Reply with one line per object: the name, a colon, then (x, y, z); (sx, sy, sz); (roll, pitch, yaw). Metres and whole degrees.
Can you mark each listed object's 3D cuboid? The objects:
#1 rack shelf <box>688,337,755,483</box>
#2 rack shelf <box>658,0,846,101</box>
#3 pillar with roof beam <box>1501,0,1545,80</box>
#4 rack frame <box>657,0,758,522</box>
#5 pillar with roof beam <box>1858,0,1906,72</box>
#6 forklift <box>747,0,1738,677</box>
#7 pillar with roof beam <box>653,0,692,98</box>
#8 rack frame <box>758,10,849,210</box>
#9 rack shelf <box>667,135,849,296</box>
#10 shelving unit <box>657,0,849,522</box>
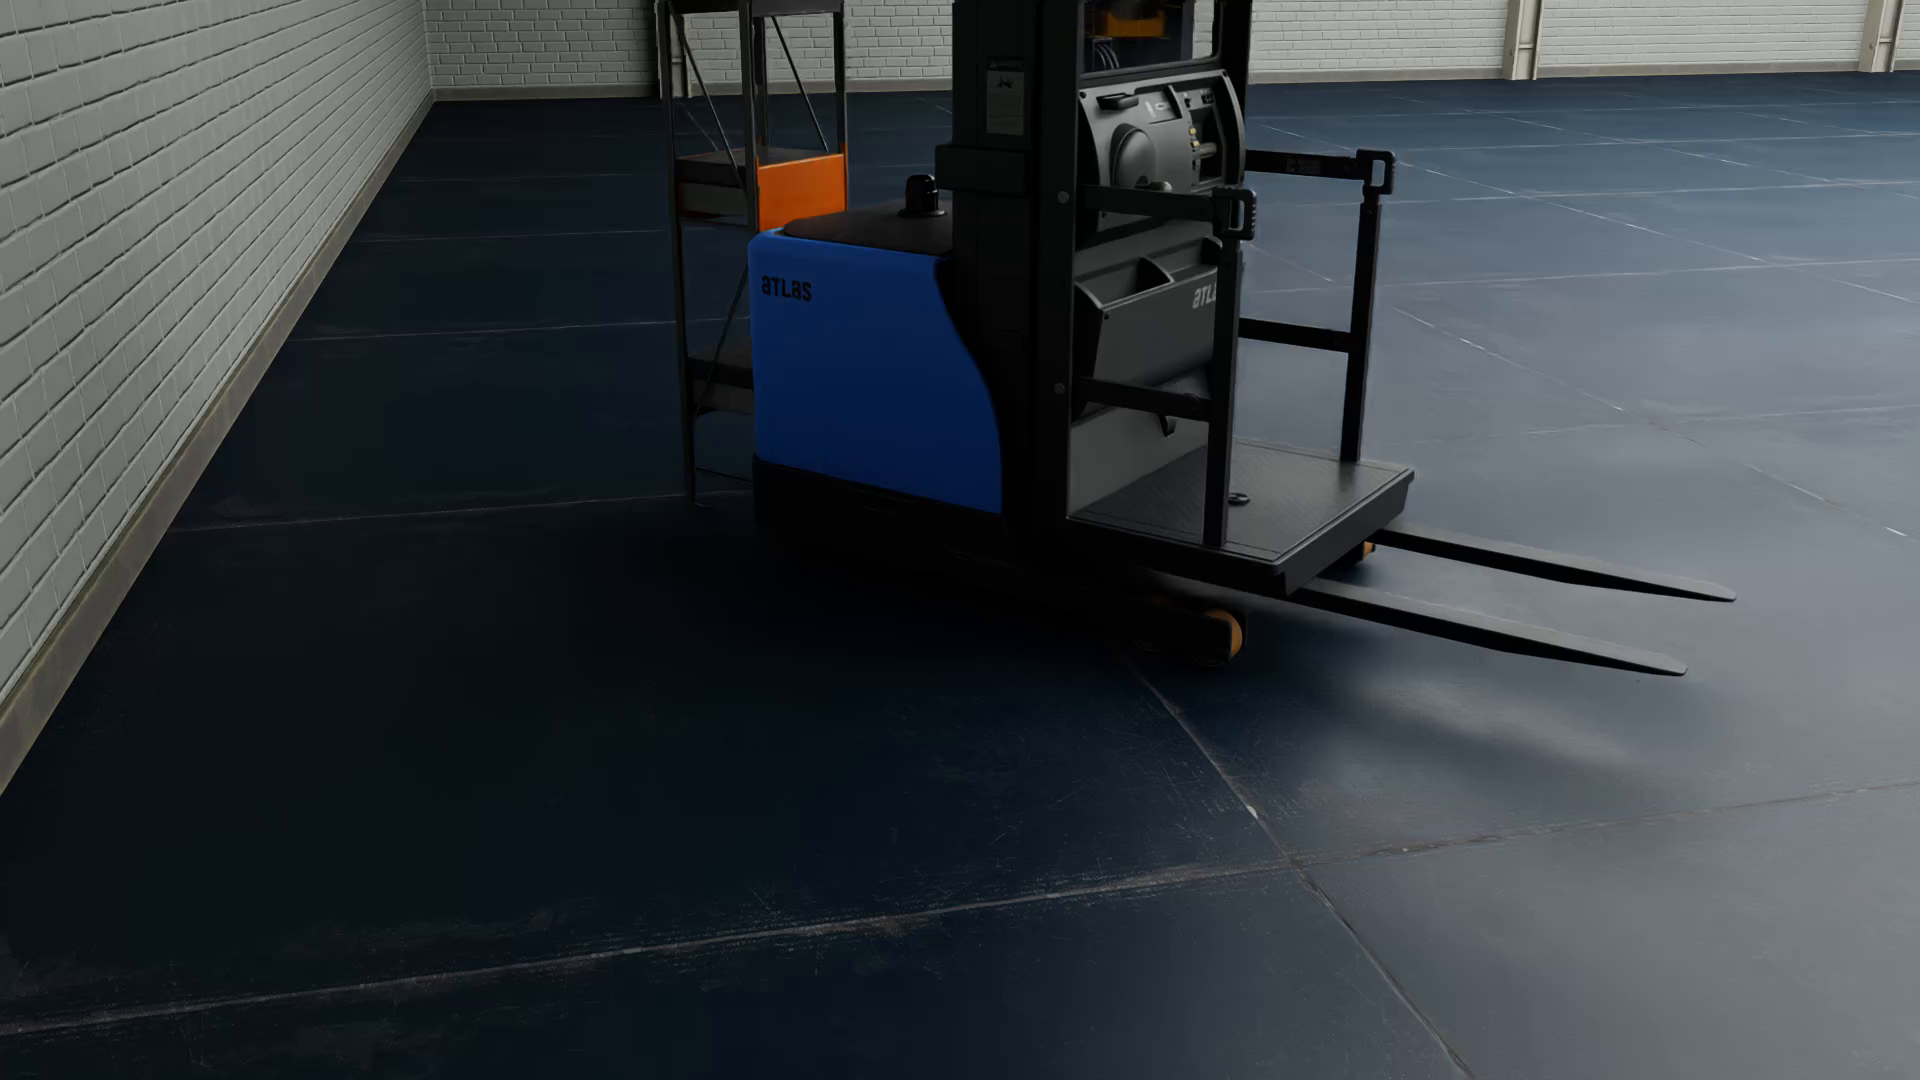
rack shelf: (-0.706, -0.477, 6.140); (0.431, 0.518, 0.480); (13, 24, 32)
rack shelf: (-0.706, -1.792, 5.658); (0.431, 0.518, 0.480); (13, 24, 32)
pillar with roof beam: (9.021, -9.416, 18.437); (0.400, 9.000, 9.100); (-5, 21, -12)
rack frame: (-0.846, -1.078, 5.706); (0.400, 2.100, 0.015); (13, 24, 32)
pillar with roof beam: (14.860, -9.891, 19.733); (0.400, 9.000, 9.100); (-5, 21, -12)
forklift: (0.788, -1.216, 4.872); (3.031, 2.935, 1.130); (13, 24, 32)
pillar with roof beam: (-2.657, -8.466, 15.844); (0.400, 9.000, 9.100); (-5, 21, -12)
rack frame: (-0.567, -1.216, 6.082); (0.400, 2.100, 0.015); (13, 24, 32)
rack shelf: (-0.706, -1.135, 5.899); (0.431, 0.518, 0.480); (13, 24, 32)
shelving unit: (-0.706, -1.147, 5.894); (0.431, 2.100, 0.503); (13, 24, 32)
